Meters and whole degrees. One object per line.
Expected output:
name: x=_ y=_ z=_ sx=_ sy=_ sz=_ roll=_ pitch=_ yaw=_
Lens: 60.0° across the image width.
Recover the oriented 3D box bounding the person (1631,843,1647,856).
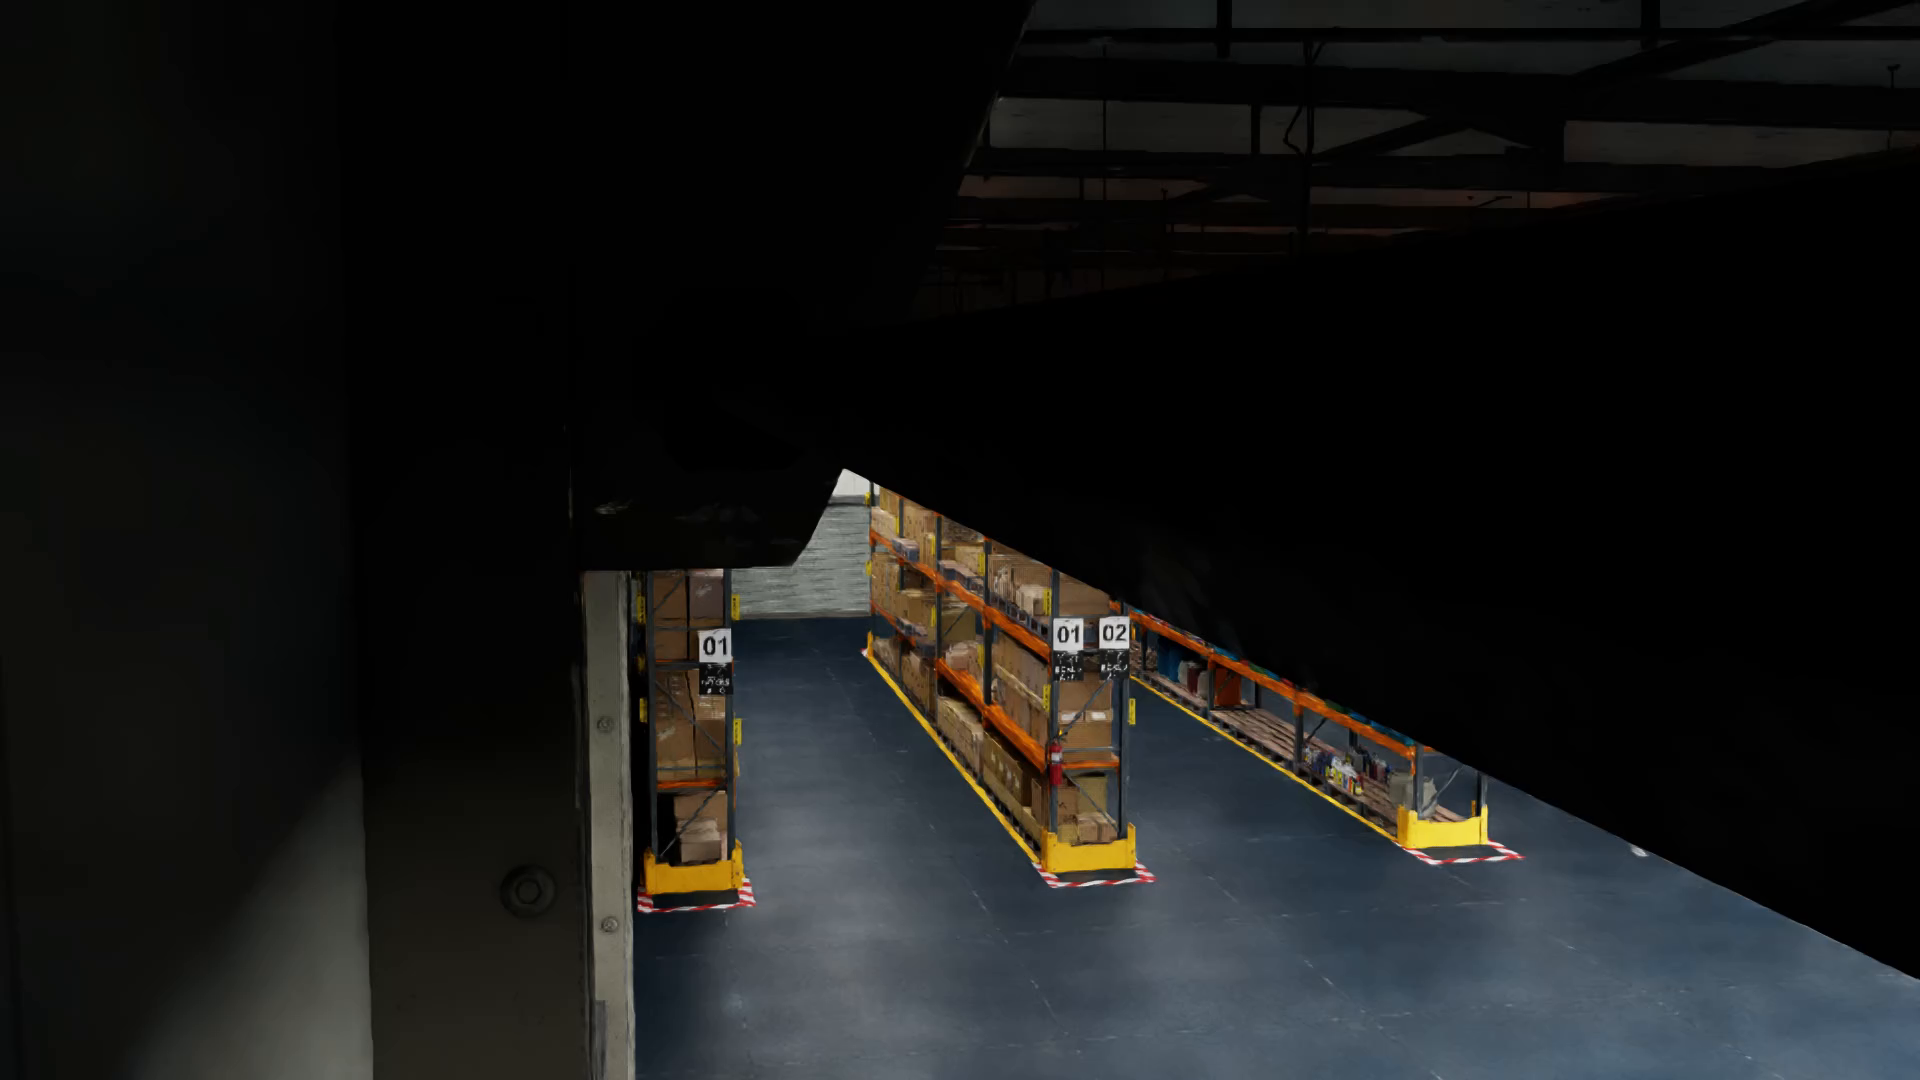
person: x=9.083 y=3.292 z=21.397 sx=0.600 sy=1.614 sz=0.774 roll=-4 pitch=7 yaw=-32

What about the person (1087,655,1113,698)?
person: x=2.577 y=2.347 z=30.530 sx=0.603 sy=1.600 sz=0.799 roll=-1 pitch=6 yaw=-6
